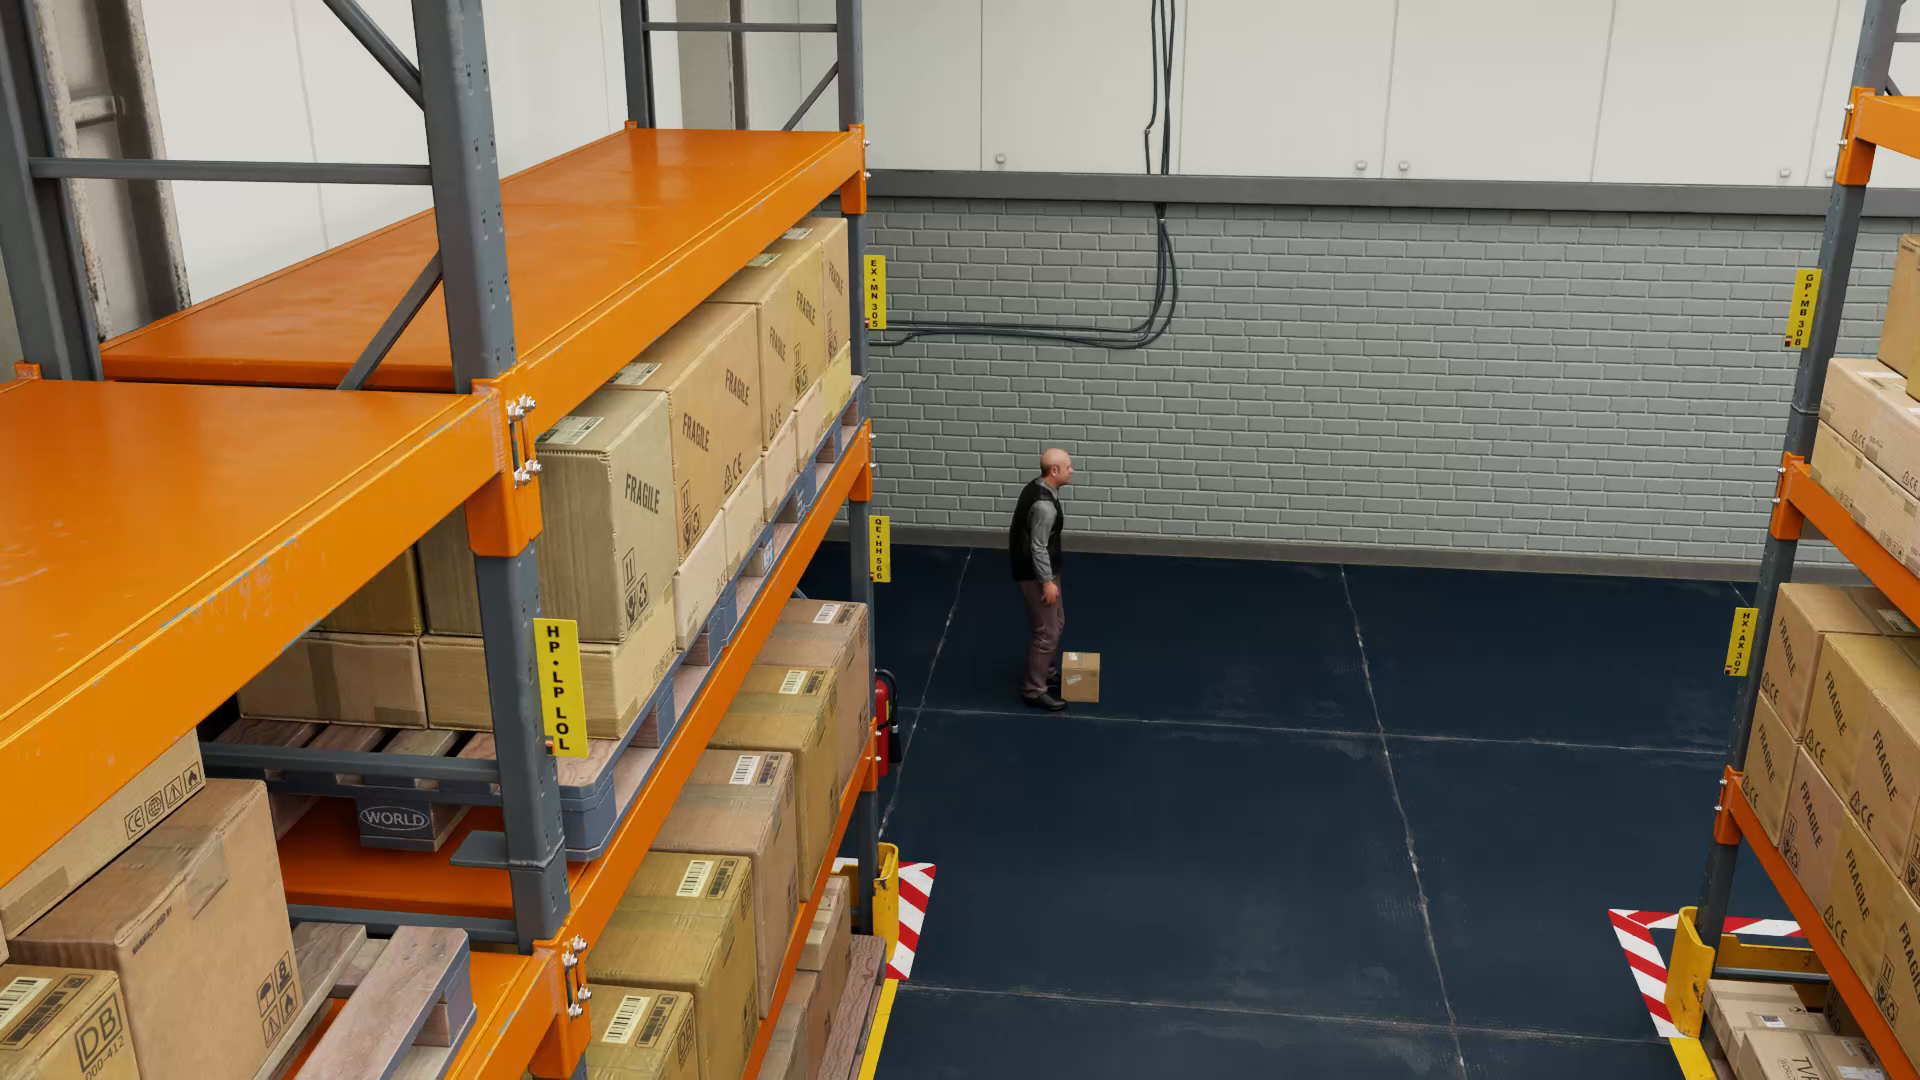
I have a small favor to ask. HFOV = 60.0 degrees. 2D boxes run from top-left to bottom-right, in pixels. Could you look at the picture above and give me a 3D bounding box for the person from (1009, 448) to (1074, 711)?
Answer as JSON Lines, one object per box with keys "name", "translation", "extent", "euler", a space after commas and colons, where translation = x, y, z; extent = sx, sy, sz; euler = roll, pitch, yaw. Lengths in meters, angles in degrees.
{"name": "person", "translation": [0.557, 0.225, 10.957], "extent": [0.472, 1.721, 0.594], "euler": [1, 21, 3]}
